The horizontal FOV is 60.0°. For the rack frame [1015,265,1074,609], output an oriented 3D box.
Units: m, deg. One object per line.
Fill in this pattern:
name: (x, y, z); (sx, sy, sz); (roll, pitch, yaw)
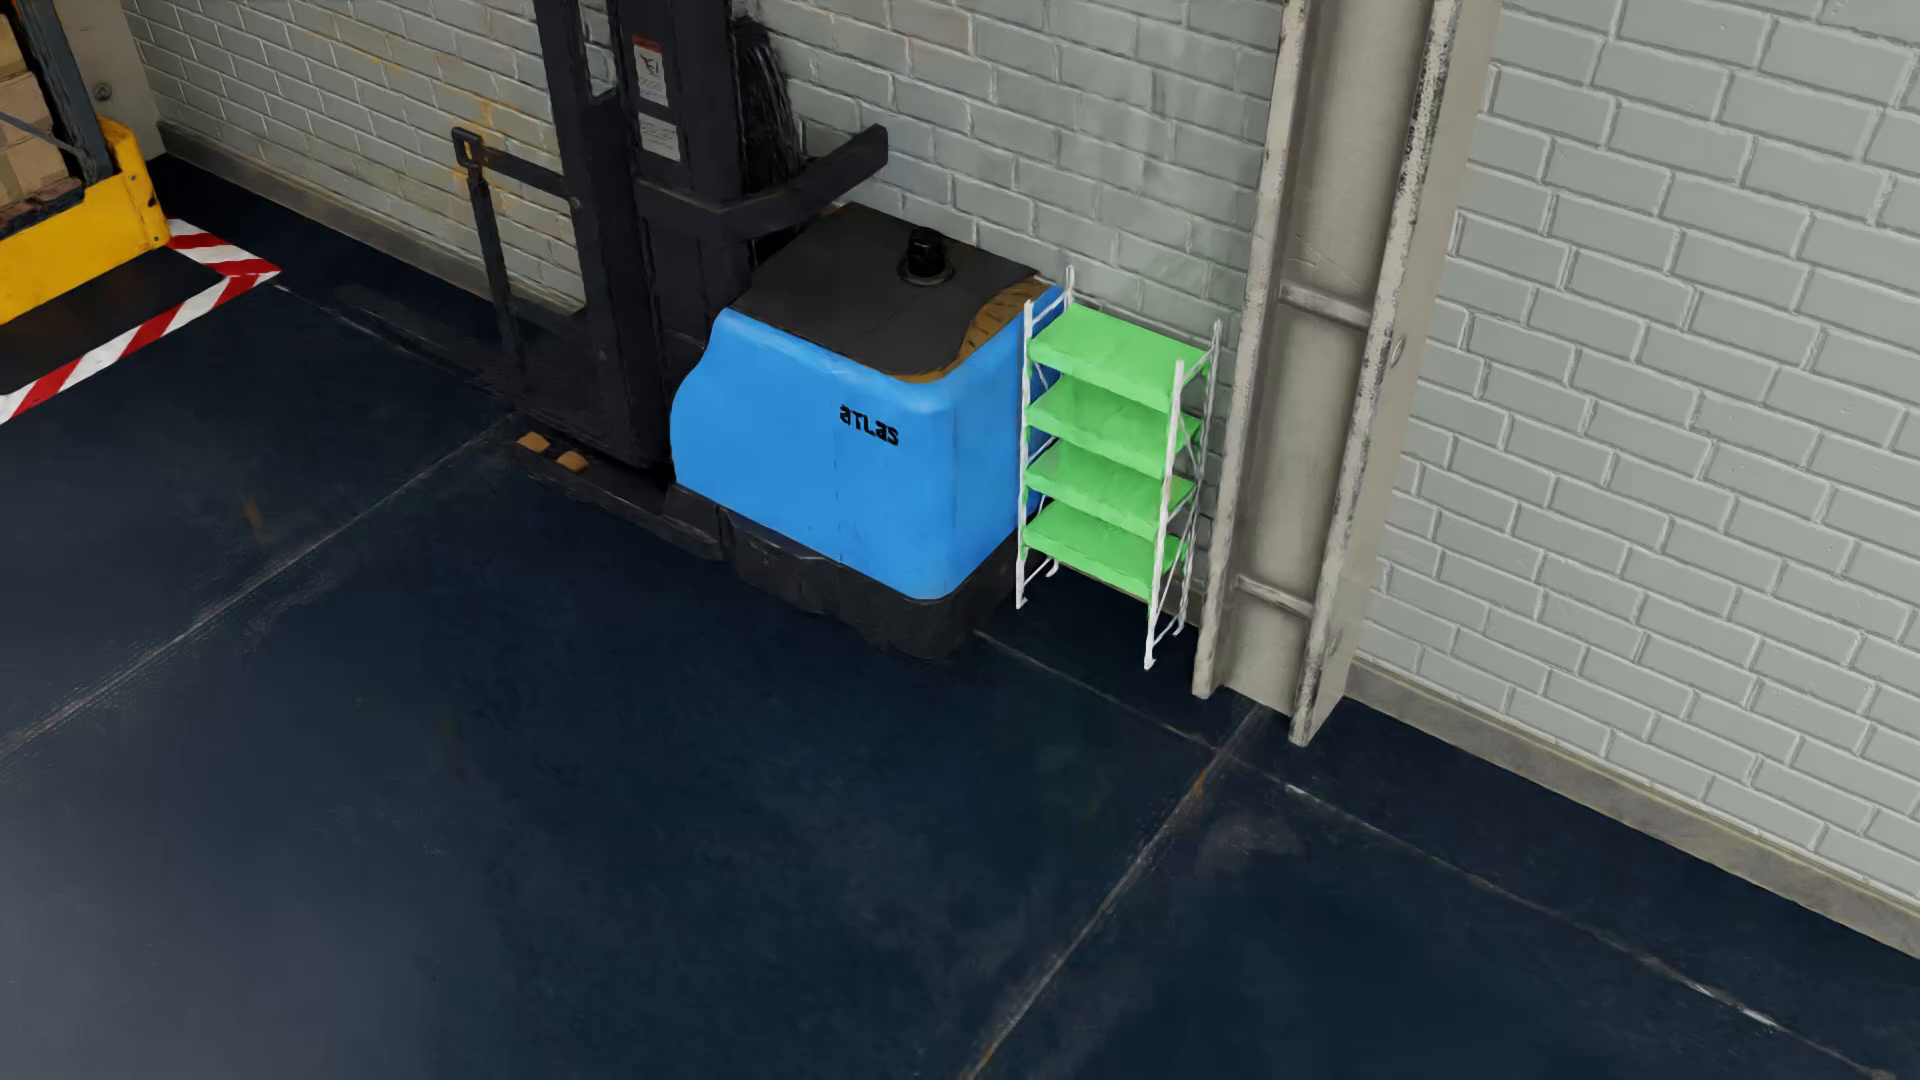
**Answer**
rack frame: (0.258, -0.285, 5.169); (0.015, 1.200, 0.240); (25, 47, 25)

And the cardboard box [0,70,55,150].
cardboard box: (-4.155, -1.797, 6.881); (0.500, 0.250, 0.500); (26, 48, 26)

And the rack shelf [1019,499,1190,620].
rack shelf: (0.458, 0.034, 5.268); (0.480, 0.148, 0.258); (25, 47, 25)

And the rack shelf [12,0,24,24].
rack shelf: (-5.527, -2.683, 7.039); (4.000, 0.370, 1.077); (25, 48, 25)

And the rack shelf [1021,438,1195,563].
rack shelf: (0.458, -0.145, 5.108); (0.480, 0.148, 0.258); (25, 47, 25)

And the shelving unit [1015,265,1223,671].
shelving unit: (0.458, -0.192, 5.065); (0.503, 1.200, 0.258); (25, 47, 25)

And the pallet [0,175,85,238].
pallet: (-4.540, -1.416, 7.174); (1.213, 0.211, 1.003); (25, 48, 25)

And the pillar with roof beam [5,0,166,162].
pillar with roof beam: (-6.414, -2.830, 2.164); (0.400, 9.000, 9.100); (25, 48, 25)

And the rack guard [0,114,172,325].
rack guard: (-3.870, -1.245, 6.766); (0.348, 0.500, 1.175); (25, 48, 25)

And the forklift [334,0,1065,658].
forklift: (-1.017, -1.502, 5.230); (3.031, 2.935, 1.130); (25, 47, 25)

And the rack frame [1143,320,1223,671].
rack frame: (0.659, -0.099, 4.961); (0.015, 1.200, 0.240); (25, 47, 25)

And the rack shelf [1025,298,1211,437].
rack shelf: (0.458, -0.503, 4.788); (0.480, 0.148, 0.258); (25, 47, 25)

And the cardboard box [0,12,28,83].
cardboard box: (-4.174, -1.977, 6.708); (0.500, 0.250, 0.500); (24, 47, 25)

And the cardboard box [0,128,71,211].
cardboard box: (-4.179, -1.612, 7.049); (0.500, 0.250, 0.500); (25, 48, 25)

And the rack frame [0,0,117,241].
rack frame: (-3.889, -2.186, 5.943); (0.127, 3.000, 1.000); (25, 48, 25)

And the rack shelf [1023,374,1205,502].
rack shelf: (0.458, -0.324, 4.948); (0.480, 0.148, 0.258); (25, 47, 25)
